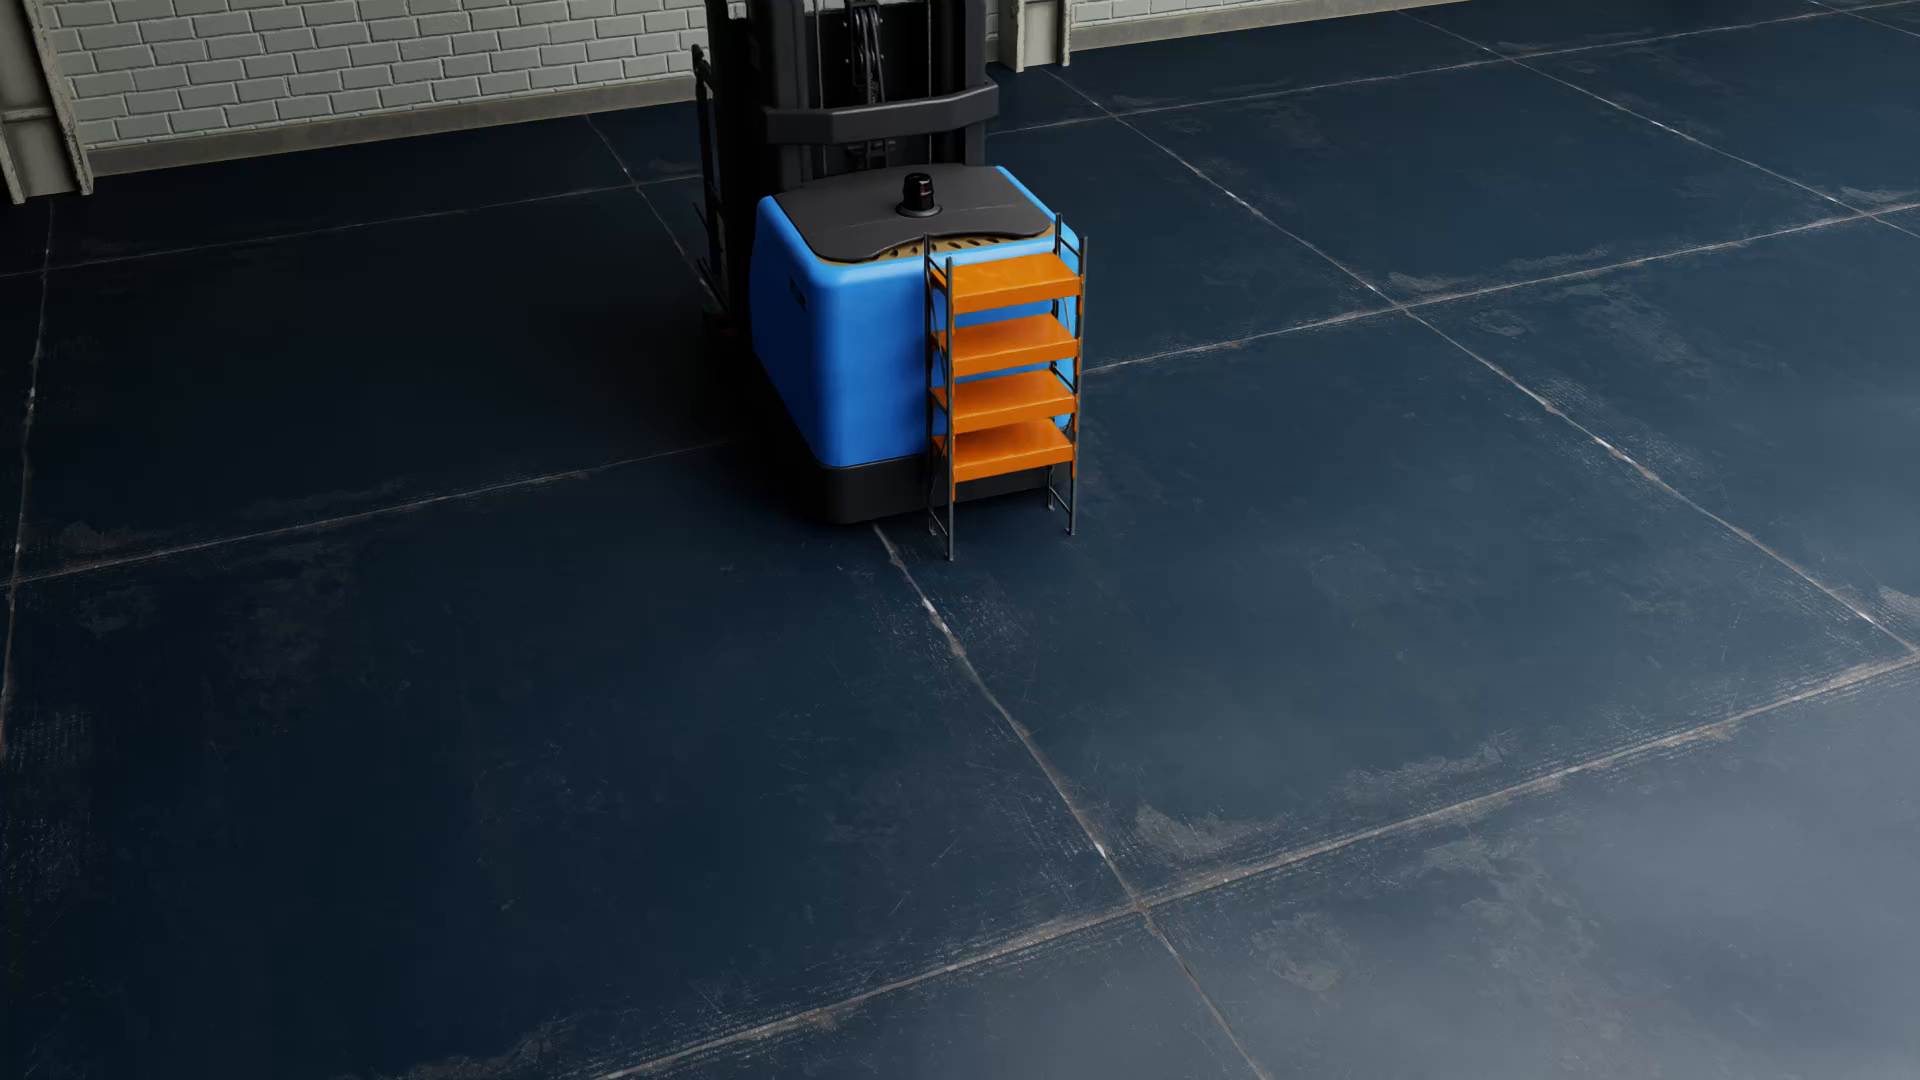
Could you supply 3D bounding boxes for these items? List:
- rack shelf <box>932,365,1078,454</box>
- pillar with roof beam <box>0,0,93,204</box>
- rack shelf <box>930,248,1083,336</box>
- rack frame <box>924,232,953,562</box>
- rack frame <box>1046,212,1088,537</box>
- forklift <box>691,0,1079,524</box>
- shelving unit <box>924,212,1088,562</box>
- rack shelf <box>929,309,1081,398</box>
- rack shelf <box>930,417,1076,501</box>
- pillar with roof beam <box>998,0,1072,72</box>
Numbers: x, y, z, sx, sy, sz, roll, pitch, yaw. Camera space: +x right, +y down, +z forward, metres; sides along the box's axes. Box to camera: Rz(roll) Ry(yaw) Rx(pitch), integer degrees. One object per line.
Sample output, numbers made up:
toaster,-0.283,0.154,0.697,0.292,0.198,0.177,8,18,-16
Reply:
rack shelf,0.155,-0.475,6.003,0.480,0.148,0.258,-11,35,-17
pillar with roof beam,-3.371,-3.555,3.463,0.400,9.000,9.100,-13,35,-19
rack shelf,0.154,-0.861,5.753,0.480,0.148,0.258,-11,35,-17
rack frame,-0.074,-0.485,5.895,0.015,1.200,0.240,-11,35,-17
rack frame,0.383,-0.578,6.038,0.015,1.200,0.240,-11,35,-17
forklift,-0.532,-2.084,6.765,1.130,2.935,3.031,-11,35,-17
shelving unit,0.155,-0.532,5.967,0.503,1.200,0.258,-11,35,-17
rack shelf,0.155,-0.663,5.882,0.480,0.148,0.258,-11,35,-17
rack shelf,0.155,-0.309,6.111,0.480,0.148,0.258,-11,35,-17
pillar with roof beam,2.161,-4.822,5.410,0.400,9.000,9.100,-13,35,-19
